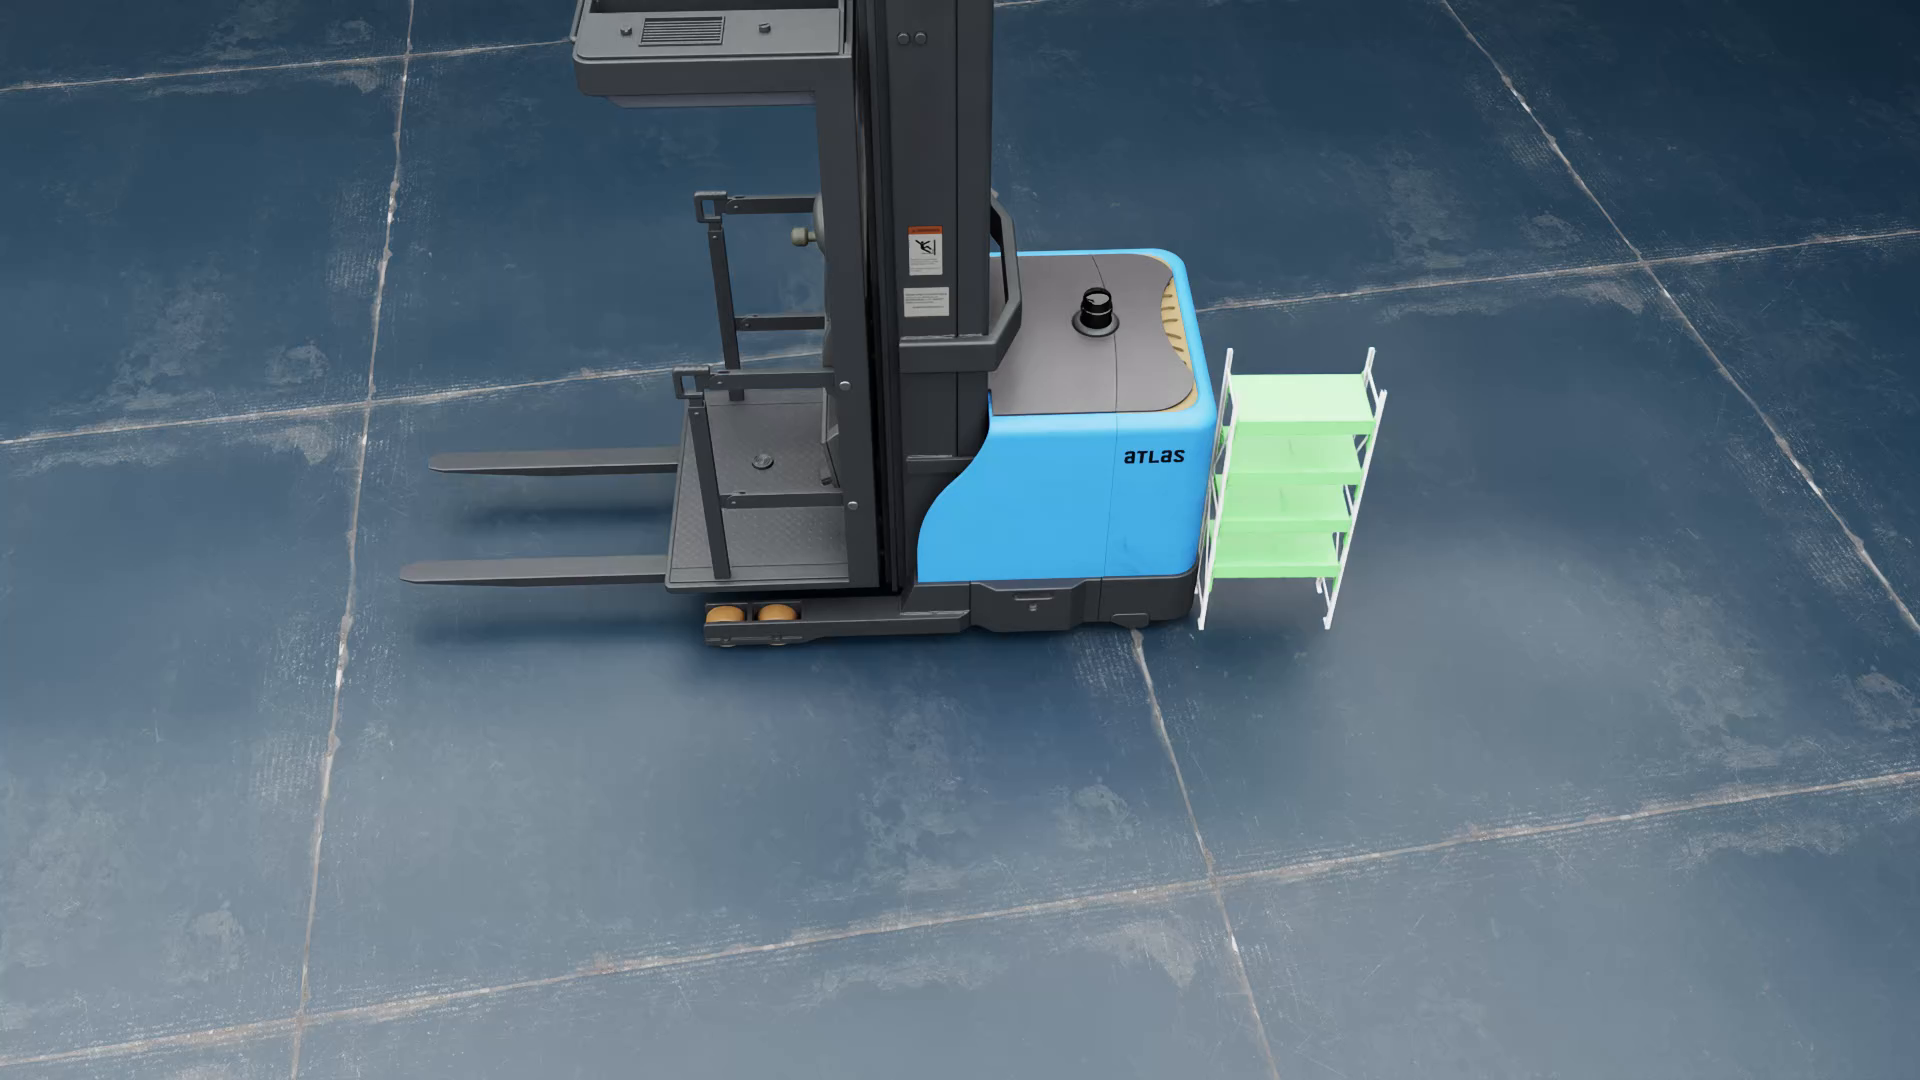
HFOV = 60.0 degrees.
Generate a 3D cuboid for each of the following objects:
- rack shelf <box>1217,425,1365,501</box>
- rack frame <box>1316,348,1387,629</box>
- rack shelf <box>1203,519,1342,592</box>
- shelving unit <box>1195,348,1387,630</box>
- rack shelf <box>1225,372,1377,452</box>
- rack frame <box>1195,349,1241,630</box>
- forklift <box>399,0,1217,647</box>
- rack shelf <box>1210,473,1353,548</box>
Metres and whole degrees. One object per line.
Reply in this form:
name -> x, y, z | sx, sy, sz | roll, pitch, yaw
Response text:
rack shelf -> 1.173, -0.280, 5.942 | 0.480, 0.148, 0.258 | 0, 46, 0
rack frame -> 1.417, -0.159, 6.070 | 0.015, 1.200, 0.240 | 0, 46, 0
rack shelf -> 1.173, 0.054, 6.287 | 0.480, 0.148, 0.258 | 0, 46, 0
shelving unit -> 1.173, -0.157, 6.068 | 0.503, 1.200, 0.258 | 0, 46, 0
rack shelf -> 1.173, -0.446, 5.769 | 0.480, 0.148, 0.258 | 0, 46, 0
rack frame -> 0.929, -0.156, 6.067 | 0.015, 1.200, 0.240 | 0, 46, 0
forklift -> -0.629, -0.999, 5.677 | 3.031, 2.935, 1.130 | -2, 46, -2
rack shelf -> 1.173, -0.113, 6.114 | 0.480, 0.148, 0.258 | 0, 46, 0
